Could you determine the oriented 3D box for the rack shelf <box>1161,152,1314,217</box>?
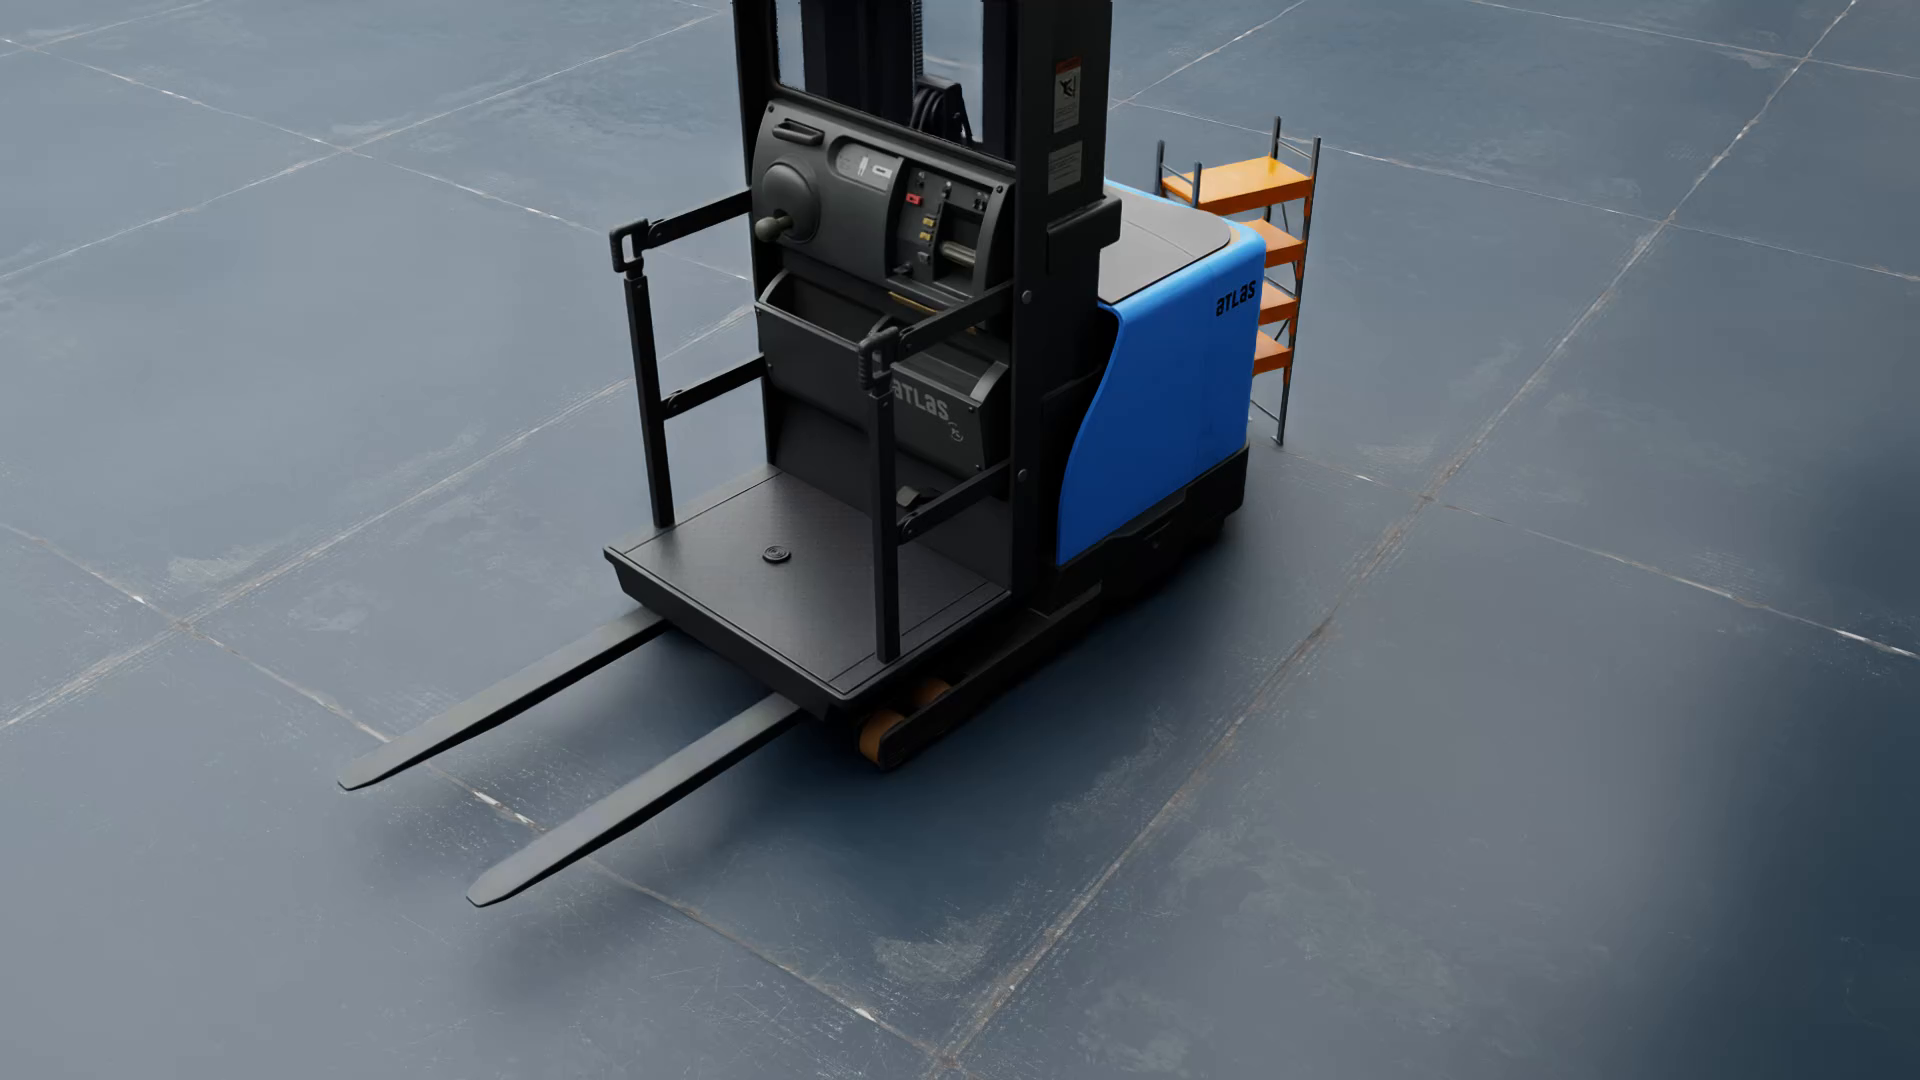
[{"bbox_3d":[0.944,-1.183,5.727,0.480,0.148,0.258,-17,37,-23],"label":"rack shelf"}]

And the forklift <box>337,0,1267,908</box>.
[{"bbox_3d":[-0.380,-0.885,4.443,1.130,2.935,3.031,28,43,34],"label":"forklift"}]

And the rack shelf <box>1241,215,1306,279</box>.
[{"bbox_3d":[0.944,-0.987,5.859,0.480,0.148,0.258,-17,37,-23],"label":"rack shelf"}]

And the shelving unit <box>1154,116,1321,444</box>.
[{"bbox_3d":[0.944,-0.858,5.947,0.503,1.200,0.258,-17,37,-23],"label":"shelving unit"}]

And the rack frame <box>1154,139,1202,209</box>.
[{"bbox_3d":[0.728,-0.793,5.852,0.015,1.200,0.240,-17,37,-23],"label":"rack frame"}]

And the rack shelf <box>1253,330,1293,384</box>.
[{"bbox_3d":[0.944,-0.637,6.096,0.480,0.148,0.258,-17,37,-23],"label":"rack shelf"}]

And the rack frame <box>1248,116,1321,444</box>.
[{"bbox_3d":[1.159,-0.922,6.042,0.015,1.200,0.240,-17,37,-23],"label":"rack frame"}]

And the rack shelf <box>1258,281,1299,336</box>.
[{"bbox_3d":[0.944,-0.802,5.985,0.480,0.148,0.258,-17,37,-23],"label":"rack shelf"}]
